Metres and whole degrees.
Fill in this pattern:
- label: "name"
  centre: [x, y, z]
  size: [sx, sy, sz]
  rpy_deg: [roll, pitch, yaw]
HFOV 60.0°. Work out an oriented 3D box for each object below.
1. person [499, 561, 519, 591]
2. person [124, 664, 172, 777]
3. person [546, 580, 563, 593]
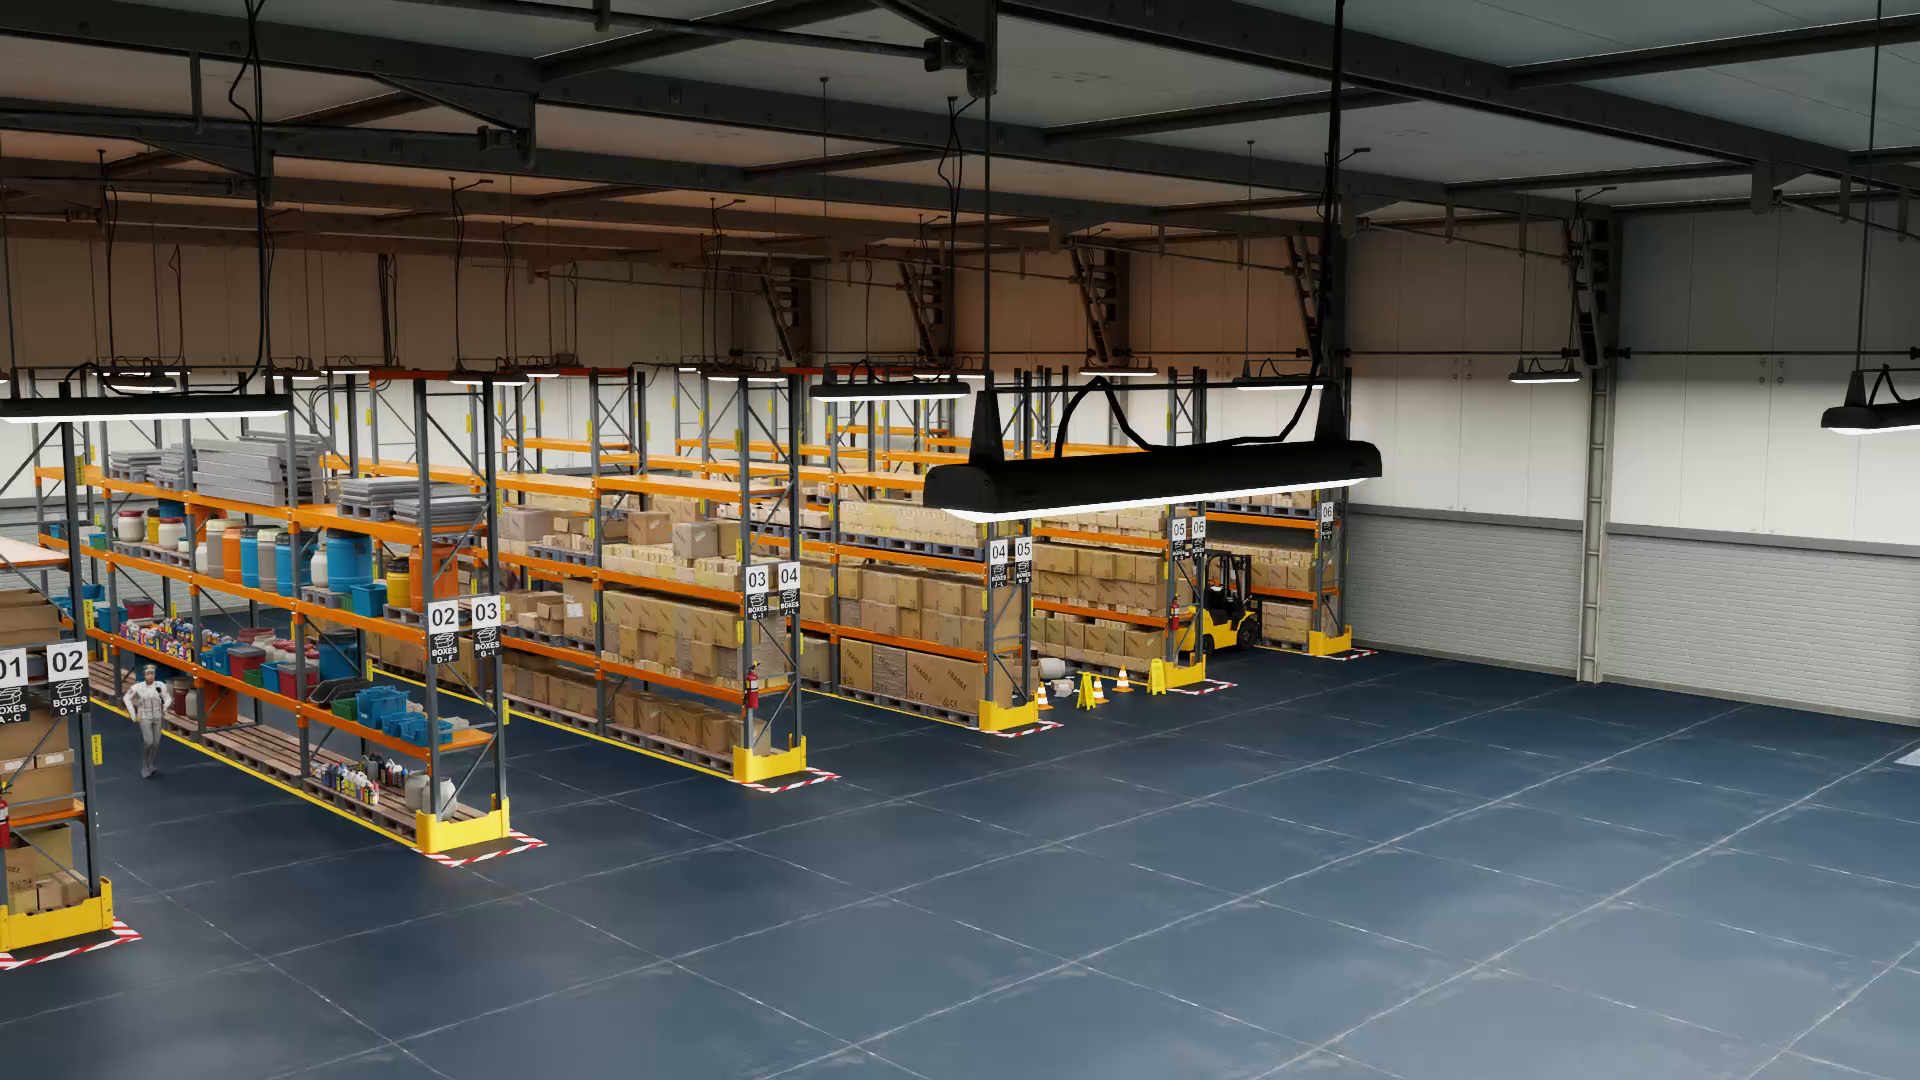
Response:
- label: "person"
  centre: [-10.141, 1.309, 36.909]
  size: [0.733, 1.774, 0.768]
  rpy_deg: [-5, 8, -37]
- label: "person"
  centre: [-12.115, 2.697, 24.917]
  size: [0.608, 1.711, 0.681]
  rpy_deg: [-6, 9, -43]
- label: "person"
  centre: [-10.231, 0.765, 41.563]
  size: [1.079, 1.664, 0.673]
  rpy_deg: [-6, 9, -42]
